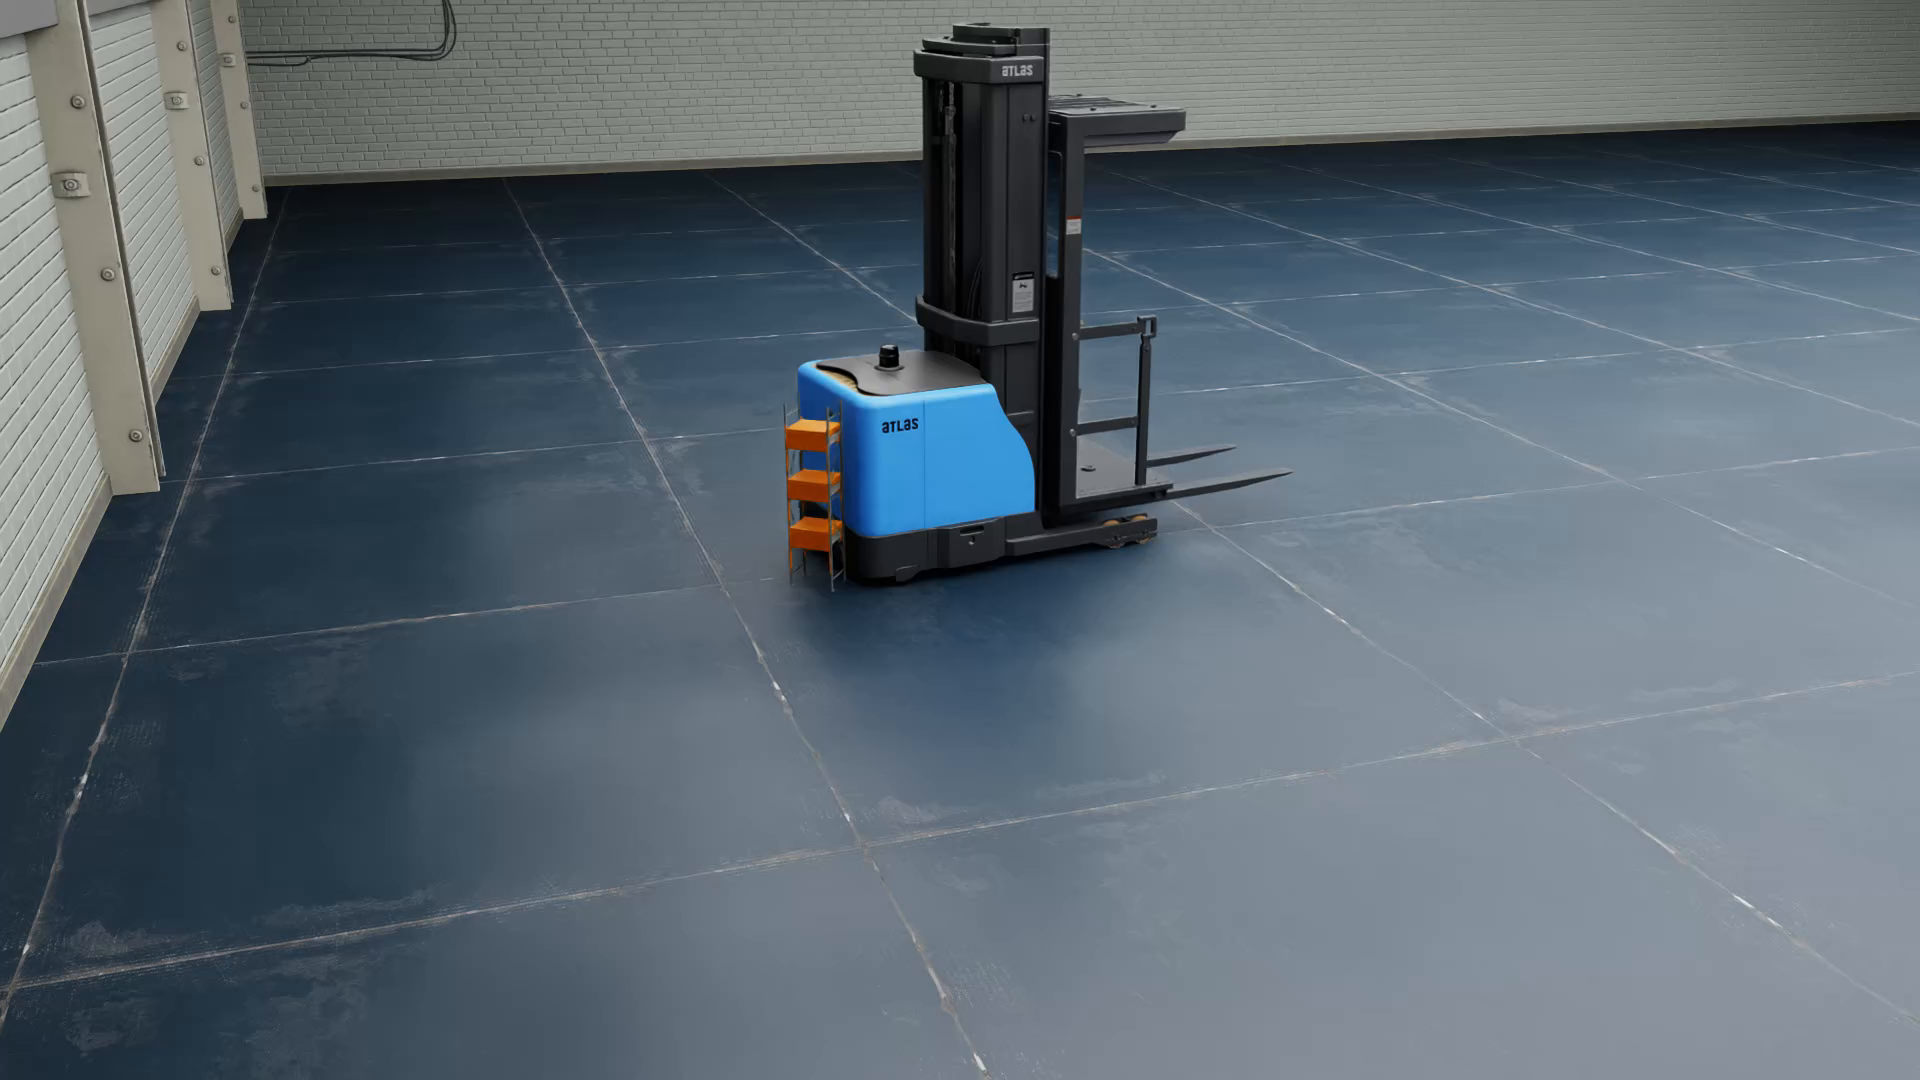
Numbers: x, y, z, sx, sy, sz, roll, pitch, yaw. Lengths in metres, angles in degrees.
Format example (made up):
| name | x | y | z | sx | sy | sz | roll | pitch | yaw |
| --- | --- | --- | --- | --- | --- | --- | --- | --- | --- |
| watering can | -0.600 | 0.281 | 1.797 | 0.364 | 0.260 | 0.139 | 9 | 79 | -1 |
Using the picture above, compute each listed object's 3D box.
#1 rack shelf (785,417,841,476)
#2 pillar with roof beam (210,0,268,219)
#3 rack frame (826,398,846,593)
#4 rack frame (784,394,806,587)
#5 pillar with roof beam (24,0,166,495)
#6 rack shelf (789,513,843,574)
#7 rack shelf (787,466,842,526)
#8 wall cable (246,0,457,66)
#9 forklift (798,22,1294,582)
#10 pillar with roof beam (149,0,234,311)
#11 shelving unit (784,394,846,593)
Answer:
| name | x | y | z | sx | sy | sz | roll | pitch | yaw |
| --- | --- | --- | --- | --- | --- | --- | --- | --- | --- |
| rack shelf | -0.787 | -0.509 | 8.971 | 0.240 | 0.259 | 0.215 | 7 | 21 | 18 |
| pillar with roof beam | -5.096 | -8.907 | 21.403 | 9.100 | 9.000 | 0.400 | -6 | 21 | -17 |
| rack frame | -0.672 | -0.238 | 9.026 | 0.008 | 1.050 | 0.200 | 7 | 21 | 18 |
| rack frame | -0.903 | -0.265 | 9.100 | 0.008 | 1.050 | 0.200 | 7 | 21 | 18 |
| pillar with roof beam | -1.325 | -5.057 | 10.682 | 9.100 | 9.000 | 0.400 | -6 | 21 | -17 |
| rack shelf | -0.788 | 0.020 | 9.161 | 0.240 | 0.259 | 0.215 | 7 | 21 | 18 |
| rack shelf | -0.787 | -0.242 | 9.067 | 0.240 | 0.259 | 0.215 | 7 | 21 | 18 |
| wall cable | -8.854 | -8.075 | 23.678 | 3.097 | 2.526 | 0.112 | -6 | 21 | -17 |
| forklift | 0.601 | -1.476 | 9.689 | 3.031 | 2.935 | 1.130 | -10 | 22 | -25 |
| pillar with roof beam | -3.210 | -6.982 | 16.043 | 9.100 | 9.000 | 0.400 | -6 | 21 | -17 |
| shelving unit | -0.787 | -0.252 | 9.063 | 0.252 | 1.050 | 0.215 | 7 | 21 | 18 |
